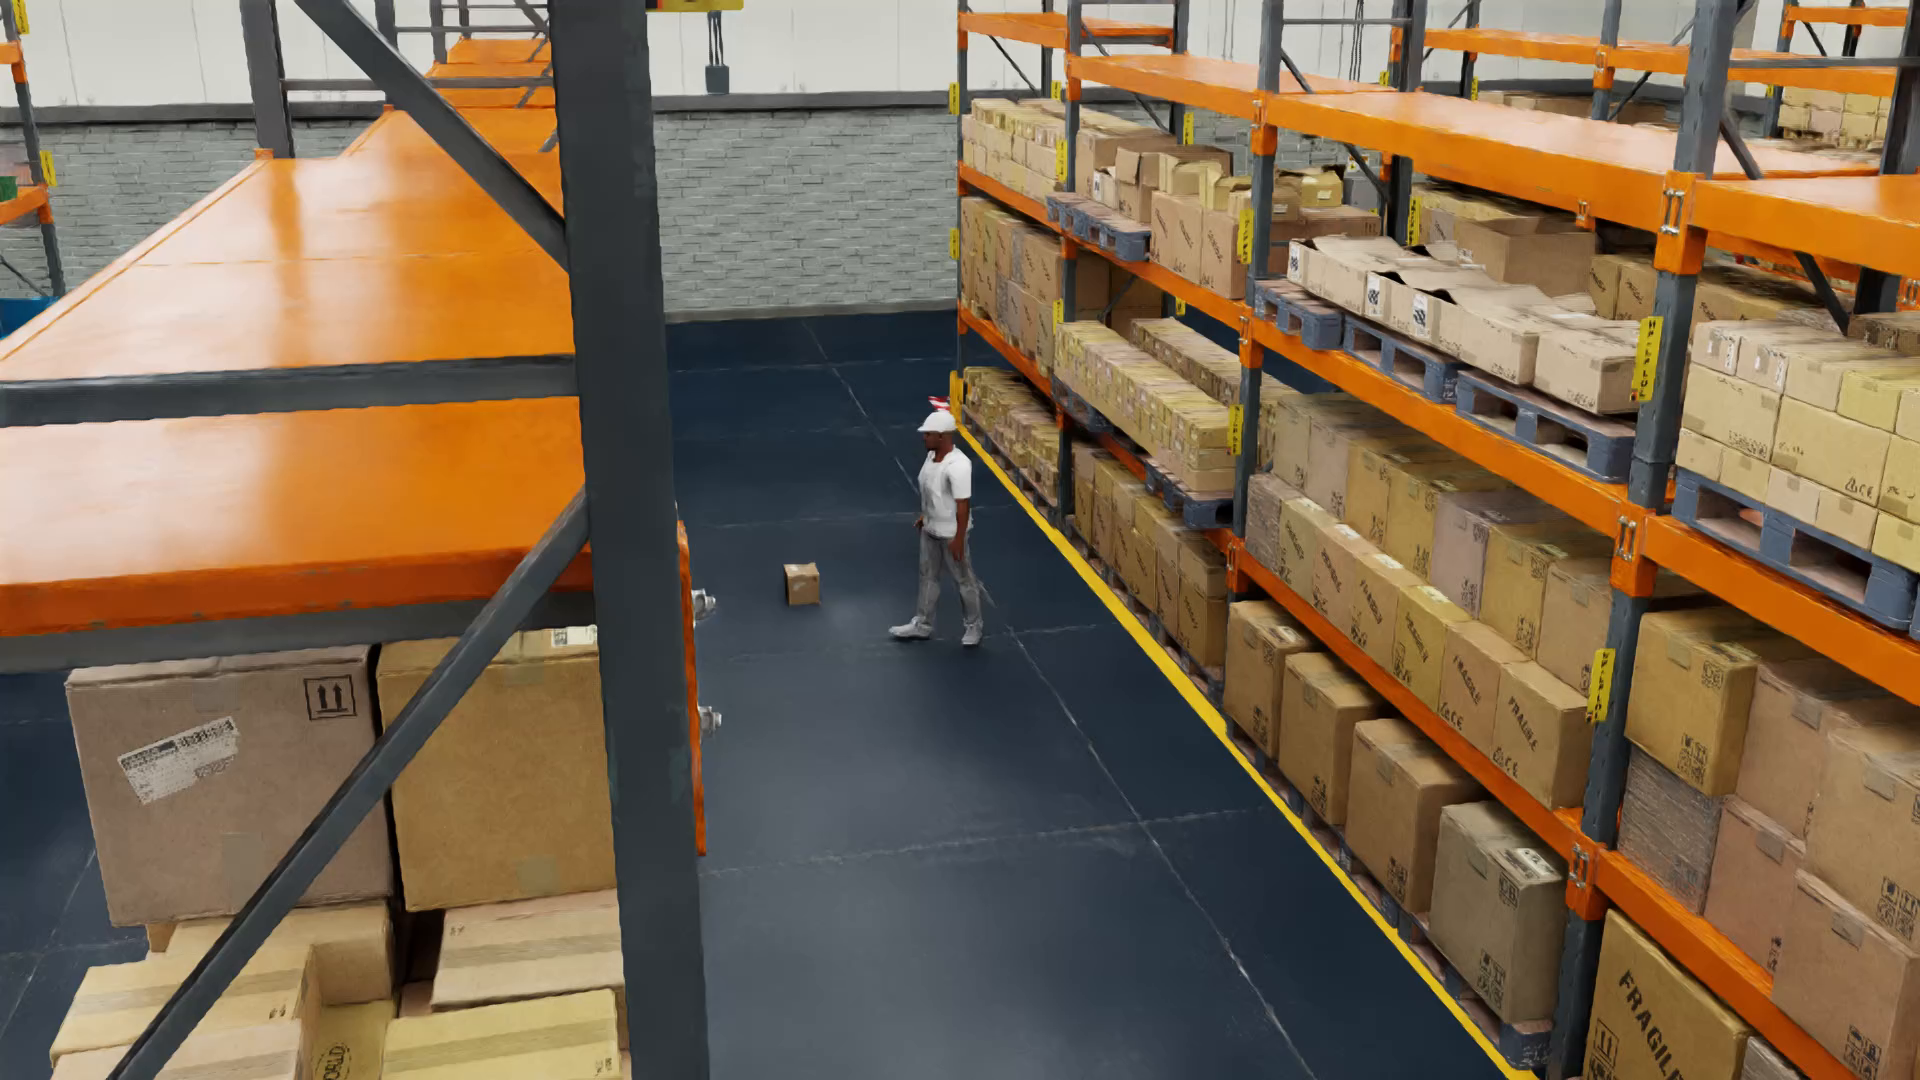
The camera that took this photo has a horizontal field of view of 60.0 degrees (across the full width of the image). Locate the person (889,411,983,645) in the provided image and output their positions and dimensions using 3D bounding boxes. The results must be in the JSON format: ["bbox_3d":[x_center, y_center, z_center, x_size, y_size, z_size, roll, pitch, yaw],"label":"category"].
[{"bbox_3d":[-0.174,-0.091,12.269,0.633,1.766,0.709,-10,22,-27],"label":"person"}]
